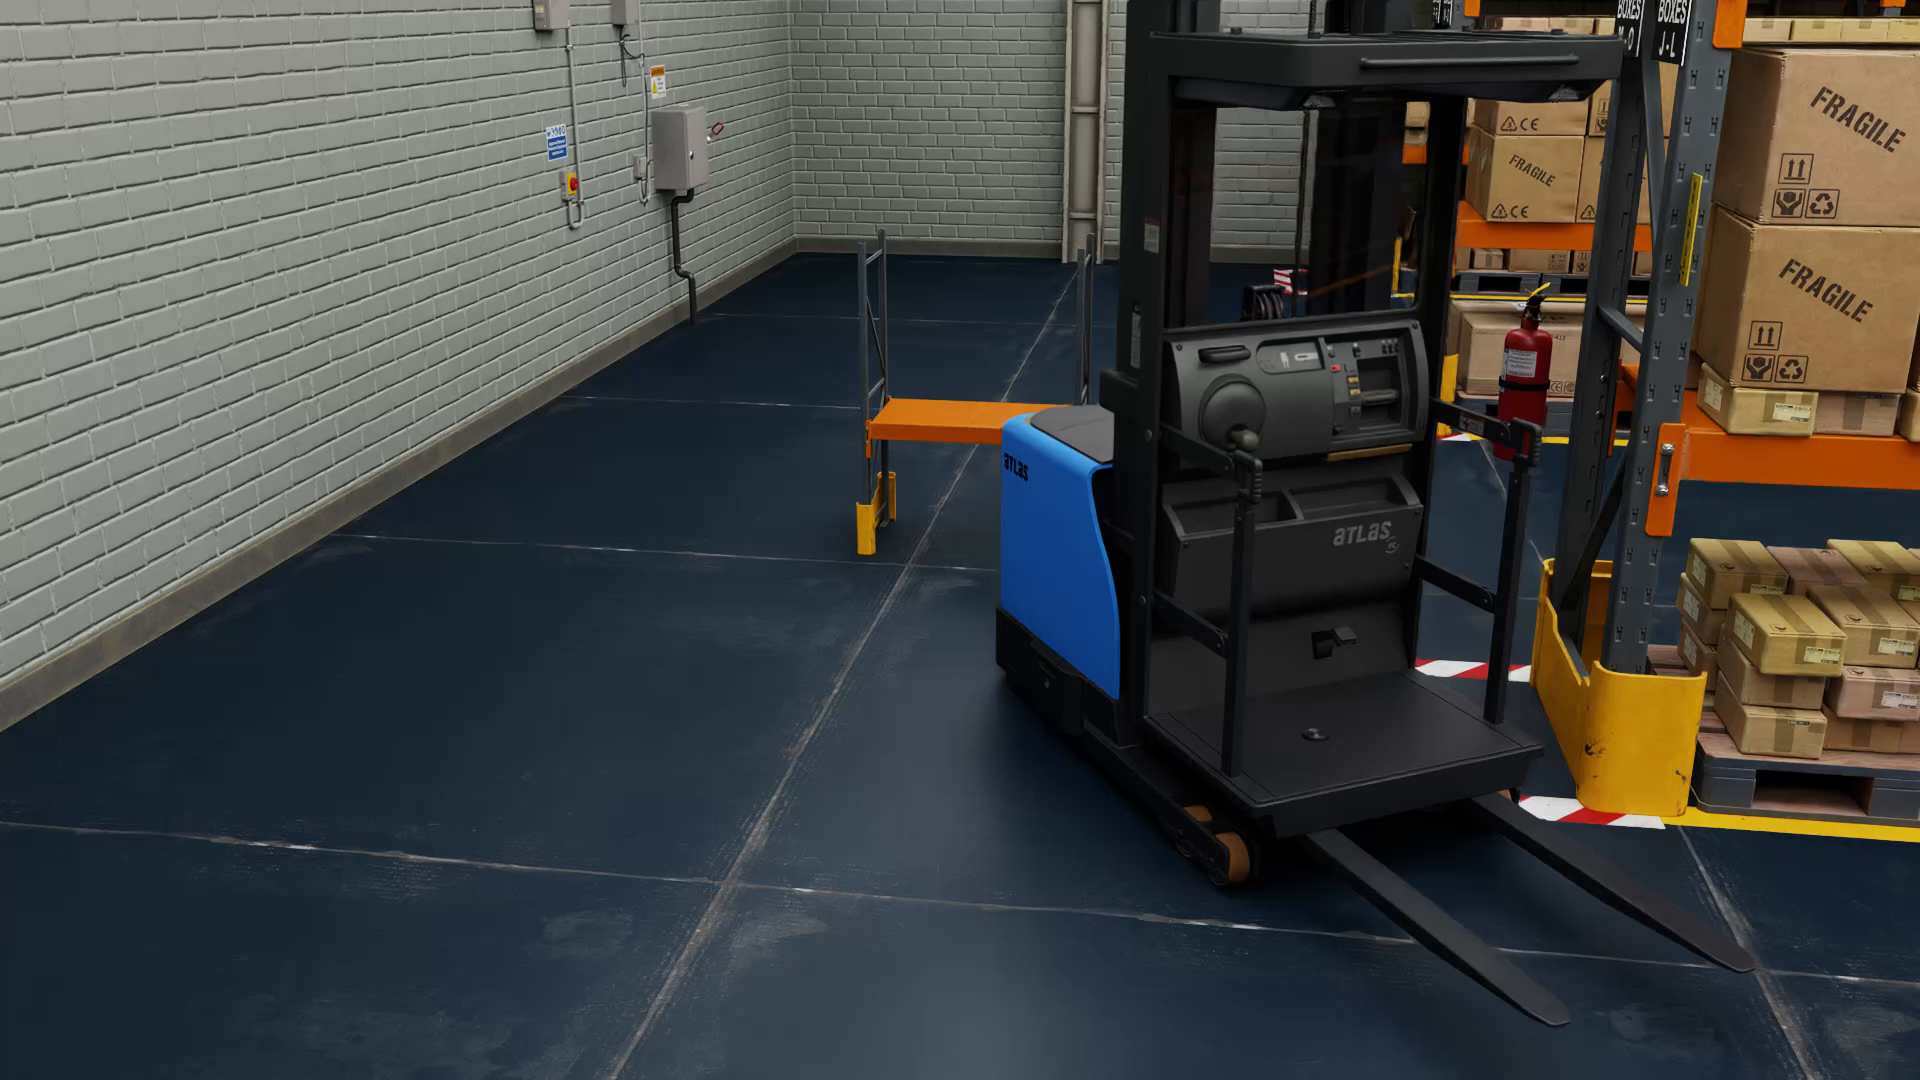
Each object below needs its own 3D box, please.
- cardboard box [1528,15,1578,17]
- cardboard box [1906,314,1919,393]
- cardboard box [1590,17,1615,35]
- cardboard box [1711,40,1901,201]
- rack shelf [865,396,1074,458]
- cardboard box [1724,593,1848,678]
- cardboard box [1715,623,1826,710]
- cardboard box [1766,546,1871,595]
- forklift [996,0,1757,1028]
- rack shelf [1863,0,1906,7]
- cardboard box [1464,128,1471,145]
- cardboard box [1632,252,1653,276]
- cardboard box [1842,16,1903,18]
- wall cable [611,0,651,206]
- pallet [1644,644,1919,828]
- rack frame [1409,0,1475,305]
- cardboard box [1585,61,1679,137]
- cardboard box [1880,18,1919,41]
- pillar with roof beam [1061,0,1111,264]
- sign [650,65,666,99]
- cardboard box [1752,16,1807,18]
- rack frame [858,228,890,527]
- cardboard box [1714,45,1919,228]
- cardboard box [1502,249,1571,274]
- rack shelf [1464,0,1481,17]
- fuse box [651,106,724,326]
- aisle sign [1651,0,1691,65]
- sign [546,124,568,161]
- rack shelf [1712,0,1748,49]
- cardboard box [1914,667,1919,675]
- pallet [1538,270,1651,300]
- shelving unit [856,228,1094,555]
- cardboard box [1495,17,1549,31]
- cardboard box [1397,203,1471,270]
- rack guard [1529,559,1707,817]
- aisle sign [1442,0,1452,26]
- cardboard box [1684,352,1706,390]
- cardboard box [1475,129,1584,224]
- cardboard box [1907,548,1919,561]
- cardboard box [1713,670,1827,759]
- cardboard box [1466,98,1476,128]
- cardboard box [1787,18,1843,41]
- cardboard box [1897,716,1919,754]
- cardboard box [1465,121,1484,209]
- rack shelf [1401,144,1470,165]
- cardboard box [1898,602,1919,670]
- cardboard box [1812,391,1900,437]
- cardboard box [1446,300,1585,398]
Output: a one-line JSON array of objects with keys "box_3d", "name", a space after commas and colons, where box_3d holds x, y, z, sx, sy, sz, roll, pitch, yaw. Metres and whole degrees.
[{"box_3d": [3.604, -3.115, 10.131, 0.250, 0.149, 0.380, 3, 19, 10], "name": "cardboard box"}, {"box_3d": [3.210, -0.751, 5.195, 0.500, 0.500, 0.500, 3, 19, 9], "name": "cardboard box"}, {"box_3d": [3.779, -2.932, 9.582, 0.250, 0.149, 0.380, 4, 19, 10], "name": "cardboard box"}, {"box_3d": [2.770, -1.409, 5.583, 0.500, 0.500, 0.500, 3, 19, 8], "name": "cardboard box"}, {"box_3d": [0.084, -0.536, 8.109, 1.000, 0.185, 0.538, 3, 19, 9], "name": "rack shelf"}, {"box_3d": [2.742, 0.312, 5.535, 0.250, 0.149, 0.380, 2, 19, 6], "name": "cardboard box"}, {"box_3d": [2.755, 0.428, 5.660, 0.250, 0.149, 0.380, 4, 19, 11], "name": "cardboard box"}, {"box_3d": [3.080, 0.158, 5.998, 0.250, 0.149, 0.380, 3, 19, 10], "name": "cardboard box"}, {"box_3d": [1.175, -0.477, 5.109, 1.130, 2.935, 3.031, -8, 20, -21], "name": "forklift"}, {"box_3d": [9.672, -4.581, 13.675, 4.000, 0.370, 1.077, 3, 19, 9], "name": "rack shelf"}, {"box_3d": [4.552, -3.580, 14.671, 0.250, 0.149, 0.380, 3, 19, 8], "name": "cardboard box"}, {"box_3d": [6.199, -2.648, 14.767, 0.500, 0.500, 0.700, 2, 19, 7], "name": "cardboard box"}, {"box_3d": [5.374, -3.021, 9.848, 0.250, 0.149, 0.380, 3, 19, 8], "name": "cardboard box"}, {"box_3d": [-2.394, -3.450, 12.286, 0.122, 1.984, 0.588, 3, 19, 9], "name": "wall cable"}, {"box_3d": [3.150, 0.687, 5.917, 1.213, 0.211, 1.003, 3, 19, 9], "name": "pallet"}, {"box_3d": [2.964, -2.247, 10.291, 0.127, 3.000, 1.000, 3, 19, 9], "name": "rack frame"}, {"box_3d": [3.904, -2.631, 9.706, 0.500, 0.500, 0.500, 2, 19, 7], "name": "cardboard box"}, {"box_3d": [5.307, -2.875, 9.412, 0.250, 0.149, 0.380, 3, 19, 7], "name": "cardboard box"}, {"box_3d": [0.546, -5.716, 11.206, 0.400, 9.000, 9.100, 3, 19, 9], "name": "pillar with roof beam"}, {"box_3d": [-2.343, -3.559, 12.911, 0.001, 0.242, 0.339, 3, 19, 9], "name": "sign"}, {"box_3d": [4.875, -3.055, 9.949, 0.250, 0.149, 0.380, 4, 19, 10], "name": "cardboard box"}, {"box_3d": [-0.418, -0.733, 8.129, 0.032, 1.500, 0.500, 3, 19, 9], "name": "rack frame"}, {"box_3d": [2.680, -1.248, 5.103, 0.500, 0.500, 0.500, 3, 19, 8], "name": "cardboard box"}, {"box_3d": [5.174, -2.700, 14.923, 0.500, 0.500, 0.700, 4, 19, 11], "name": "cardboard box"}, {"box_3d": [4.939, -3.228, 9.628, 4.000, 0.370, 1.077, 3, 19, 9], "name": "rack shelf"}, {"box_3d": [-2.130, -2.563, 13.267, 0.414, 1.711, 0.539, 3, 19, 9], "name": "fuse box"}, {"box_3d": [2.159, -1.834, 4.959, 0.004, 0.787, 0.394, 3, 19, 9], "name": "aisle sign"}, {"box_3d": [-2.675, -2.639, 11.038, 0.001, 0.218, 0.327, 3, 19, 9], "name": "sign"}, {"box_3d": [4.253, -1.672, 4.978, 4.000, 0.370, 1.077, 3, 19, 9], "name": "rack shelf"}, {"box_3d": [3.272, 0.444, 5.612, 0.250, 0.149, 0.380, 3, 19, 9], "name": "cardboard box"}, {"box_3d": [5.811, -2.374, 15.065, 1.213, 0.211, 1.003, 3, 19, 9], "name": "pallet"}, {"box_3d": [0.075, -0.707, 8.054, 1.083, 1.500, 0.587, 3, 19, 9], "name": "shelving unit"}, {"box_3d": [3.271, -2.971, 9.701, 0.250, 0.149, 0.380, 3, 19, 10], "name": "cardboard box"}, {"box_3d": [4.336, -2.757, 15.088, 0.637, 0.503, 0.797, 2, 19, 6], "name": "cardboard box"}, {"box_3d": [2.354, 0.498, 6.026, 0.348, 0.500, 1.175, 3, 19, 9], "name": "rack guard"}, {"box_3d": [2.847, -3.392, 9.618, 0.004, 0.787, 0.394, 3, 19, 9], "name": "aisle sign"}, {"box_3d": [2.645, -0.644, 5.896, 0.250, 0.149, 0.380, 3, 19, 9], "name": "cardboard box"}, {"box_3d": [3.392, -2.180, 9.934, 0.500, 0.500, 0.500, 3, 19, 8], "name": "cardboard box"}, {"box_3d": [3.602, 0.164, 5.980, 0.250, 0.149, 0.380, 2, 19, 6], "name": "cardboard box"}, {"box_3d": [2.745, 0.588, 5.648, 0.250, 0.149, 0.380, 3, 19, 10], "name": "cardboard box"}, {"box_3d": [4.651, -3.740, 14.520, 0.500, 0.250, 0.500, 3, 19, 9], "name": "cardboard box"}, {"box_3d": [4.795, -2.880, 9.428, 0.250, 0.149, 0.380, 2, 19, 7], "name": "cardboard box"}, {"box_3d": [3.263, 0.586, 5.655, 0.250, 0.149, 0.380, 3, 19, 9], "name": "cardboard box"}, {"box_3d": [3.482, -2.353, 10.450, 0.500, 0.500, 0.500, 3, 19, 9], "name": "cardboard box"}, {"box_3d": [5.722, -3.360, 14.752, 4.000, 0.370, 1.077, 3, 19, 9], "name": "rack shelf"}, {"box_3d": [3.262, 0.341, 5.449, 0.250, 0.149, 0.380, 3, 19, 9], "name": "cardboard box"}, {"box_3d": [2.804, -0.453, 5.326, 0.250, 0.149, 0.380, 4, 19, 11], "name": "cardboard box"}, {"box_3d": [3.631, -1.229, 10.625, 0.875, 0.438, 0.875, 2, 19, 7], "name": "cardboard box"}]
